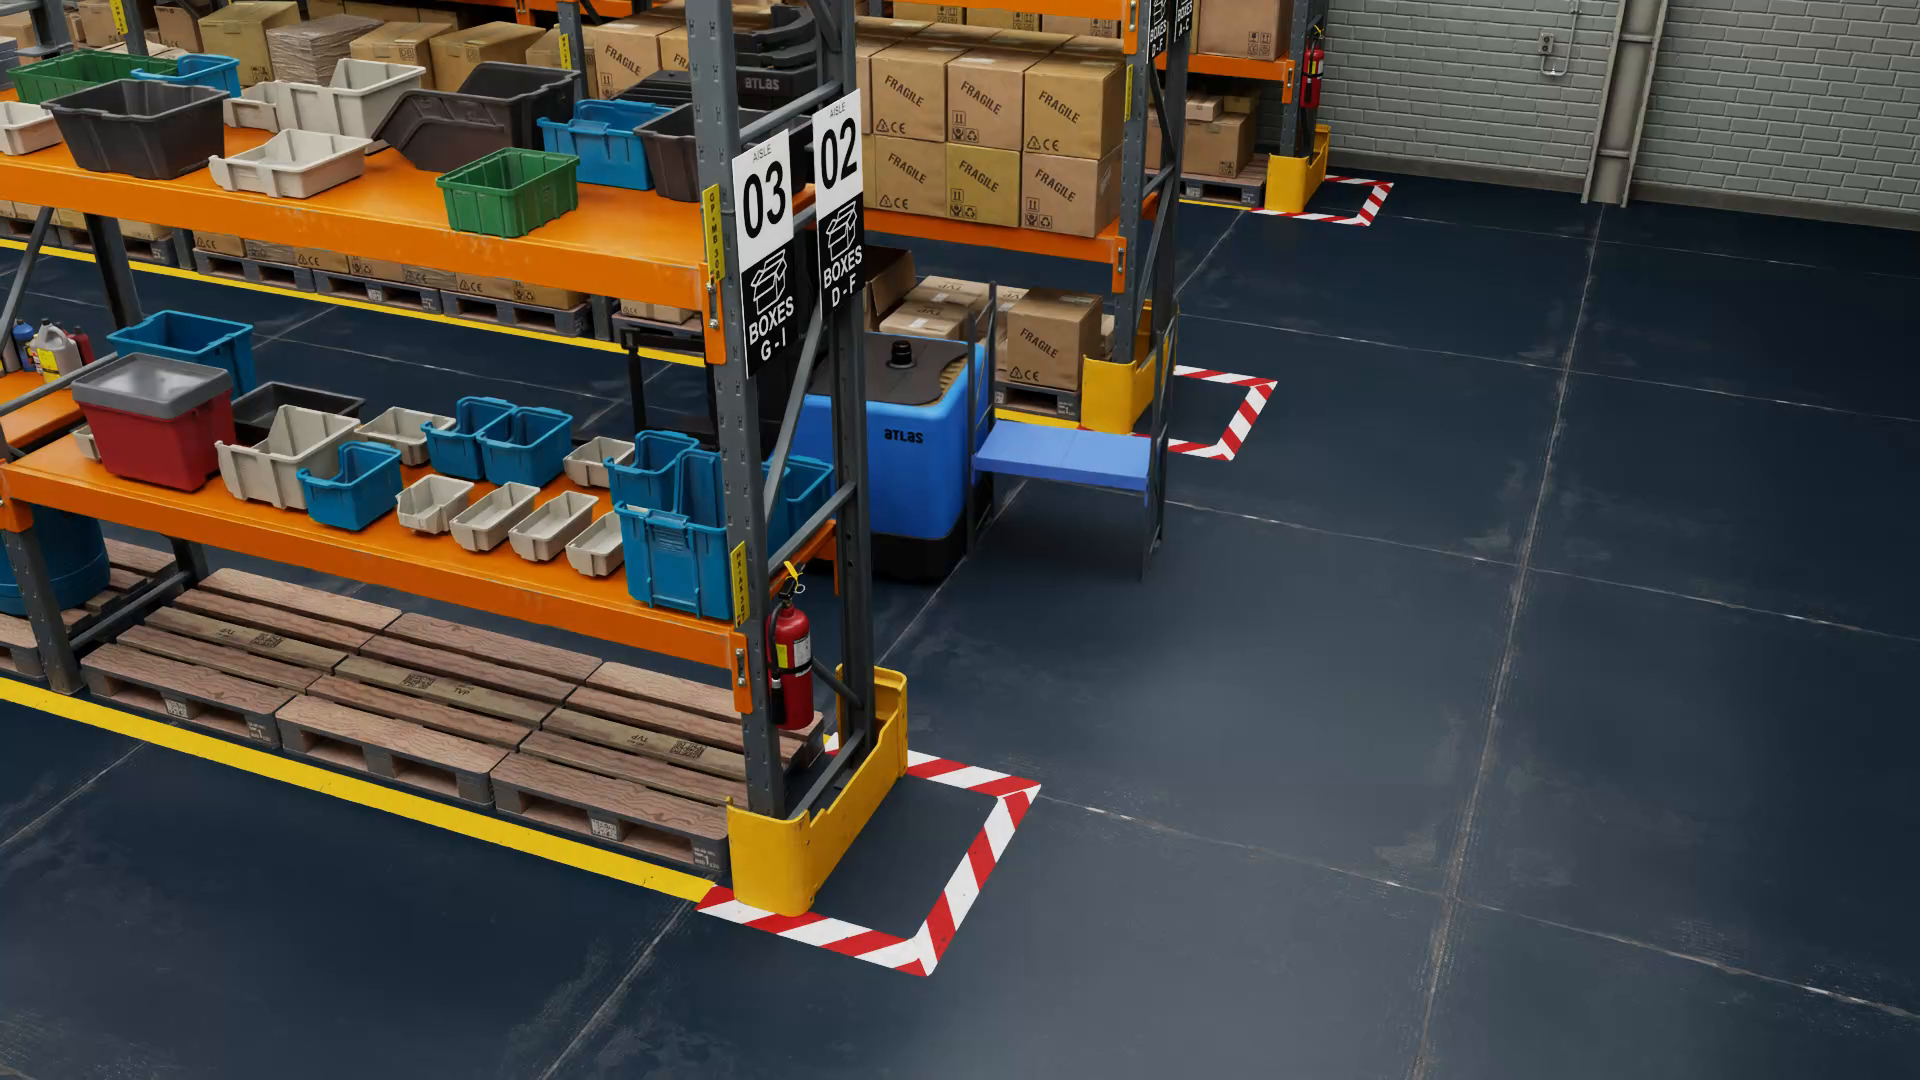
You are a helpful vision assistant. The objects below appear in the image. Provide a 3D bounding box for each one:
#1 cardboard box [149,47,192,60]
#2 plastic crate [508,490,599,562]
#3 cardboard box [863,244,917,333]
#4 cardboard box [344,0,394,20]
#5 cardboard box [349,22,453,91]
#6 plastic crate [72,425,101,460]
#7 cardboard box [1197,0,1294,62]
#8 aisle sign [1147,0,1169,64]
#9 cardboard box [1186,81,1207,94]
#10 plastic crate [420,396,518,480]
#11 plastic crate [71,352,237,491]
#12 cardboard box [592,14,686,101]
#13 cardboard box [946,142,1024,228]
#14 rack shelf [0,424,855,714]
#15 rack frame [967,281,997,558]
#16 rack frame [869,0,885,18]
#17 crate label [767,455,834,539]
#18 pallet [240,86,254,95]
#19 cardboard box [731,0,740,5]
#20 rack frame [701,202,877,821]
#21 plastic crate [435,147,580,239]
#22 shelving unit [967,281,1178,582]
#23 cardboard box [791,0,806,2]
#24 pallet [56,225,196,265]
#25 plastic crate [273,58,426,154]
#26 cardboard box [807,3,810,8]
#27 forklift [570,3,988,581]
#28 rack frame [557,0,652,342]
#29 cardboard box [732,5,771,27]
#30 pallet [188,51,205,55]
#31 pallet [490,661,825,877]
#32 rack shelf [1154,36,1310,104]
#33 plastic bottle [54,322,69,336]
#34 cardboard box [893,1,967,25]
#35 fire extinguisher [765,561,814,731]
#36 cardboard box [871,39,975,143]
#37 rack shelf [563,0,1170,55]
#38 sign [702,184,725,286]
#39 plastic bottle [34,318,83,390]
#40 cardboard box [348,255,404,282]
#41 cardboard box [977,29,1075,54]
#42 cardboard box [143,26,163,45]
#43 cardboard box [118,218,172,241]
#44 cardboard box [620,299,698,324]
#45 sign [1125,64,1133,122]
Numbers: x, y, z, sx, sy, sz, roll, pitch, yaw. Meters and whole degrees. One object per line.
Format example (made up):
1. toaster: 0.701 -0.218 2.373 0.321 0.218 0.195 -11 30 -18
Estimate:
1. cardboard box: -6.499 -3.801 13.517 0.500 0.311 0.500 13 32 22
2. plastic crate: -1.718 -0.055 7.005 0.243 0.136 0.396 11 31 19
3. cardboard box: -0.729 -1.772 11.927 0.637 0.503 0.797 11 31 19
4. cardboard box: -6.445 -5.879 18.434 0.500 0.250 0.500 10 31 18
5. cardboard box: -4.132 -3.538 12.432 0.500 0.500 0.700 4 30 6
6. plastic crate: -3.960 -0.515 7.820 0.243 0.136 0.396 11 31 19
7. cardboard box: 2.617 -4.752 14.805 0.700 0.700 0.980 13 32 21
8. aisle sign: 1.183 -3.252 9.813 0.004 0.787 0.394 11 31 19
9. cardboard box: 2.129 -4.154 15.506 0.250 0.149 0.380 11 31 19
10. plastic crate: -2.234 -0.463 7.630 0.300 0.233 0.416 11 31 19
11. plastic crate: -3.605 -0.529 7.512 0.583 0.464 0.402 11 31 19
12. cardboard box: -2.141 -3.276 11.380 0.500 0.500 0.500 12 32 20
13. cardboard box: 0.235 -2.369 10.792 0.500 0.500 0.500 12 31 20
14. rack shelf: -2.485 -0.072 7.560 4.000 0.370 1.077 11 31 19
15. rack frame: 0.123 -0.671 9.412 0.032 1.500 0.500 8 30 13
16. rack frame: -0.613 -5.272 16.029 0.127 3.000 1.000 11 31 19
17. crate label: -0.736 -0.164 7.101 0.303 0.233 0.416 11 31 19
18. pallet: -5.524 -3.576 13.223 1.003 0.211 1.213 11 31 19
19. cardboard box: -2.193 -5.360 16.419 0.250 0.149 0.380 10 31 18
20. rack frame: -0.631 -0.015 6.728 0.127 3.000 1.000 11 31 19
21. plastic crate: -1.653 -1.281 6.134 0.336 0.188 0.450 11 31 19
22. shelving unit: 0.612 -0.604 9.294 1.048 1.500 0.538 8 30 13
23. cardboard box: -1.612 -5.514 16.033 0.500 0.500 0.500 12 31 20
24. pallet: -6.927 -2.709 14.328 1.213 0.211 1.003 11 31 19
25. plastic crate: -2.569 -1.820 6.993 0.530 0.282 0.437 11 31 19
26. cardboard box: -1.275 -5.141 16.032 0.250 0.149 0.380 12 32 20
27. forklift: -1.398 -1.440 9.319 3.031 2.935 1.130 8 30 13
28. rack frame: -2.472 -3.013 12.032 0.127 3.000 1.000 11 31 19
29. cardboard box: -1.430 -3.422 11.639 0.500 0.500 0.500 11 31 18
30. pallet: -8.662 -5.646 19.525 1.213 0.211 1.003 11 31 19
31. pallet: -1.381 1.029 7.715 1.213 0.211 1.003 11 31 19
32. rack shelf: 1.240 -4.589 15.551 4.000 0.370 1.077 11 31 19
33. plastic bottle: -4.641 -0.991 8.574 0.133 0.283 0.061 11 31 19
34. cardboard box: -0.117 -5.295 15.764 0.700 0.700 0.980 12 32 20
35. fire extinguisher: -0.662 0.416 6.423 0.183 0.674 0.296 11 31 19
36. cardboard box: -0.232 -2.895 10.706 0.500 0.500 0.500 12 32 20
37. rack shelf: -0.619 -3.635 10.816 4.000 0.370 1.077 11 31 19
38. sign: -0.823 -1.021 5.566 0.005 0.325 0.100 11 31 19
39. plastic bottle: -4.580 -0.954 8.439 0.185 0.351 0.144 11 31 19
40. cardboard box: -4.429 -2.358 12.967 0.500 0.500 0.500 10 31 17
41. cardboard box: 0.435 -3.047 10.975 0.500 0.500 0.500 12 31 20
42. cardboard box: -9.501 -6.008 19.780 0.250 0.149 0.380 9 31 15
43. cardboard box: -6.758 -2.725 13.890 0.500 0.250 0.500 12 32 20
44. cardboard box: -2.164 -1.857 12.273 0.500 0.311 0.500 11 31 19
45. sign: 1.007 -2.665 9.919 0.005 0.325 0.100 11 31 19
